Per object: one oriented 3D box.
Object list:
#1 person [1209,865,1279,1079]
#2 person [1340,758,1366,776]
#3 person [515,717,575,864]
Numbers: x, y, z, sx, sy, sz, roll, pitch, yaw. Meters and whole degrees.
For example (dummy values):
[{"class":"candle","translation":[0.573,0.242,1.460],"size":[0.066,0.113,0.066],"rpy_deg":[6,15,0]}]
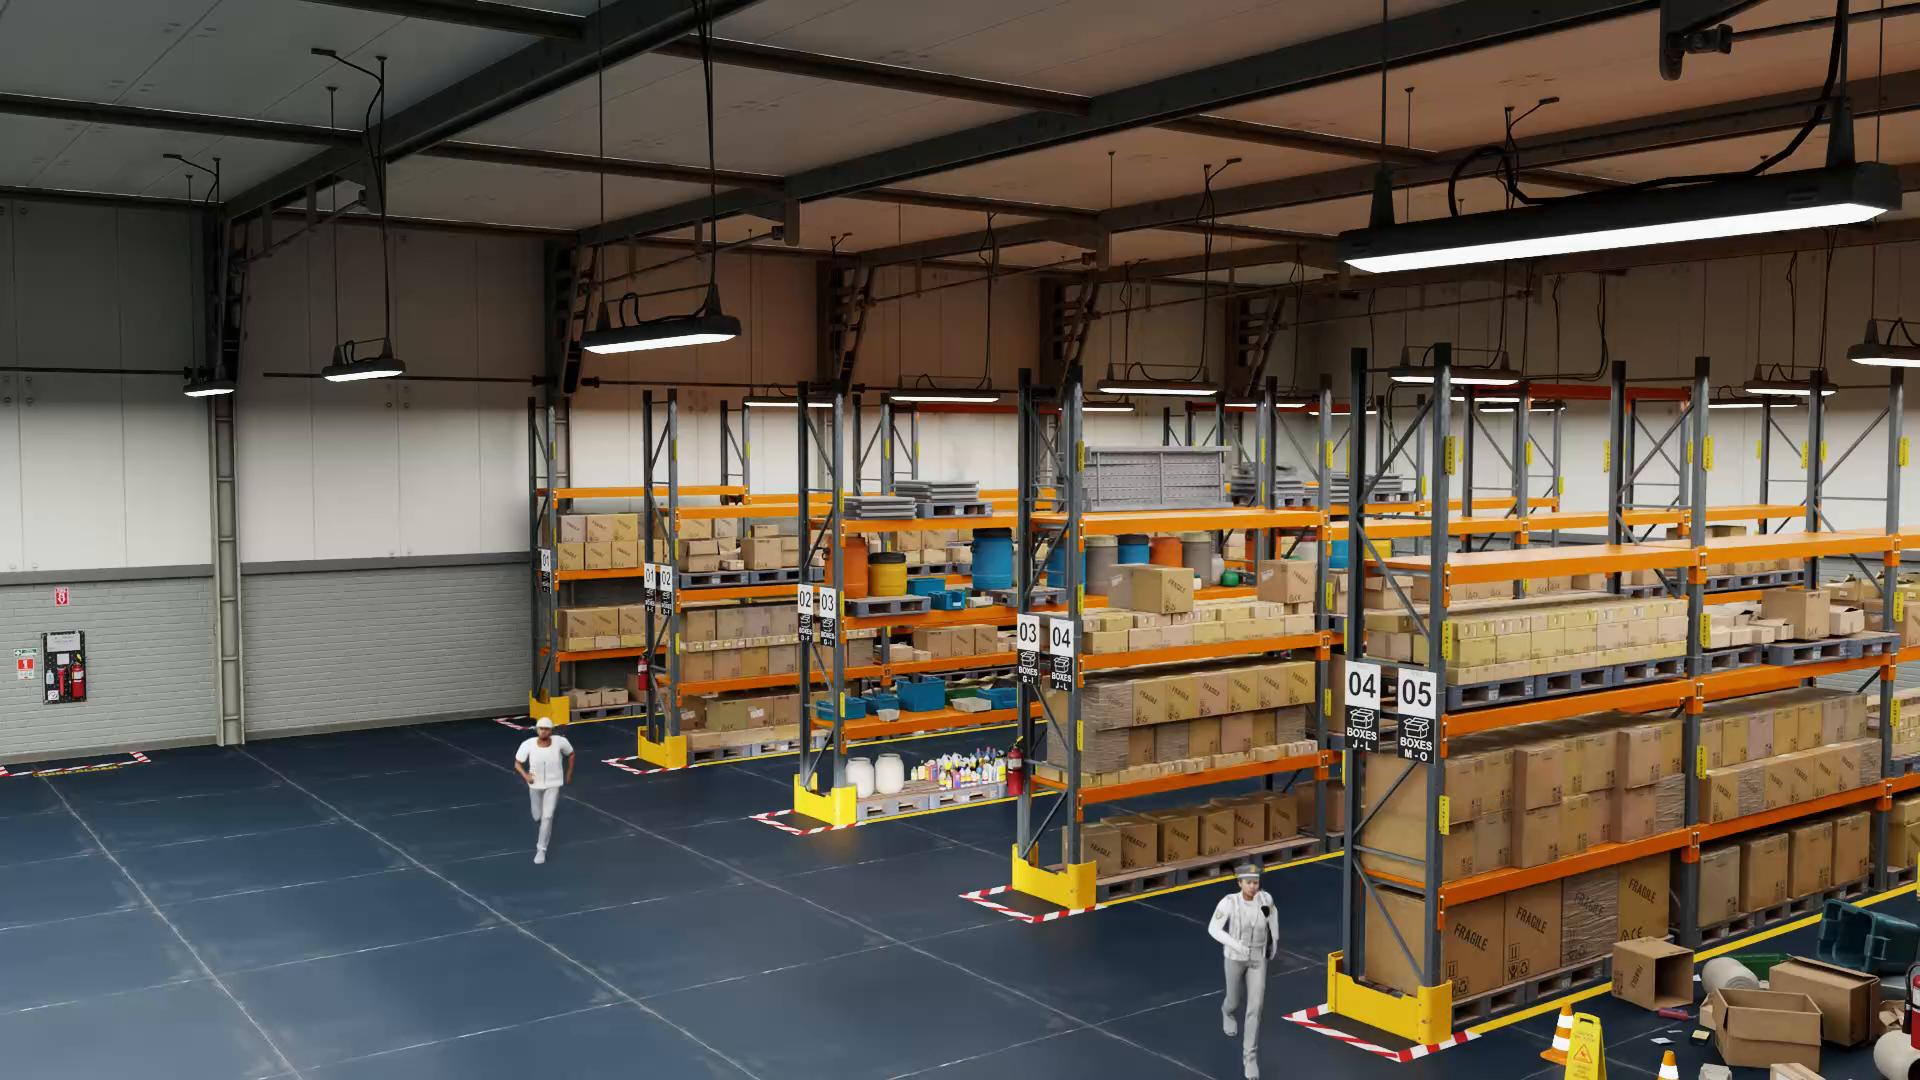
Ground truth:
[{"class":"person","translation":[2.374,3.502,13.874],"size":[0.636,1.696,0.984],"rpy_deg":[0,3,-5]},{"class":"person","translation":[5.847,2.848,24.447],"size":[1.007,1.769,0.736],"rpy_deg":[-2,4,-36]},{"class":"person","translation":[-5.182,3.066,20.747],"size":[0.725,1.754,0.985],"rpy_deg":[-1,3,-9]}]
